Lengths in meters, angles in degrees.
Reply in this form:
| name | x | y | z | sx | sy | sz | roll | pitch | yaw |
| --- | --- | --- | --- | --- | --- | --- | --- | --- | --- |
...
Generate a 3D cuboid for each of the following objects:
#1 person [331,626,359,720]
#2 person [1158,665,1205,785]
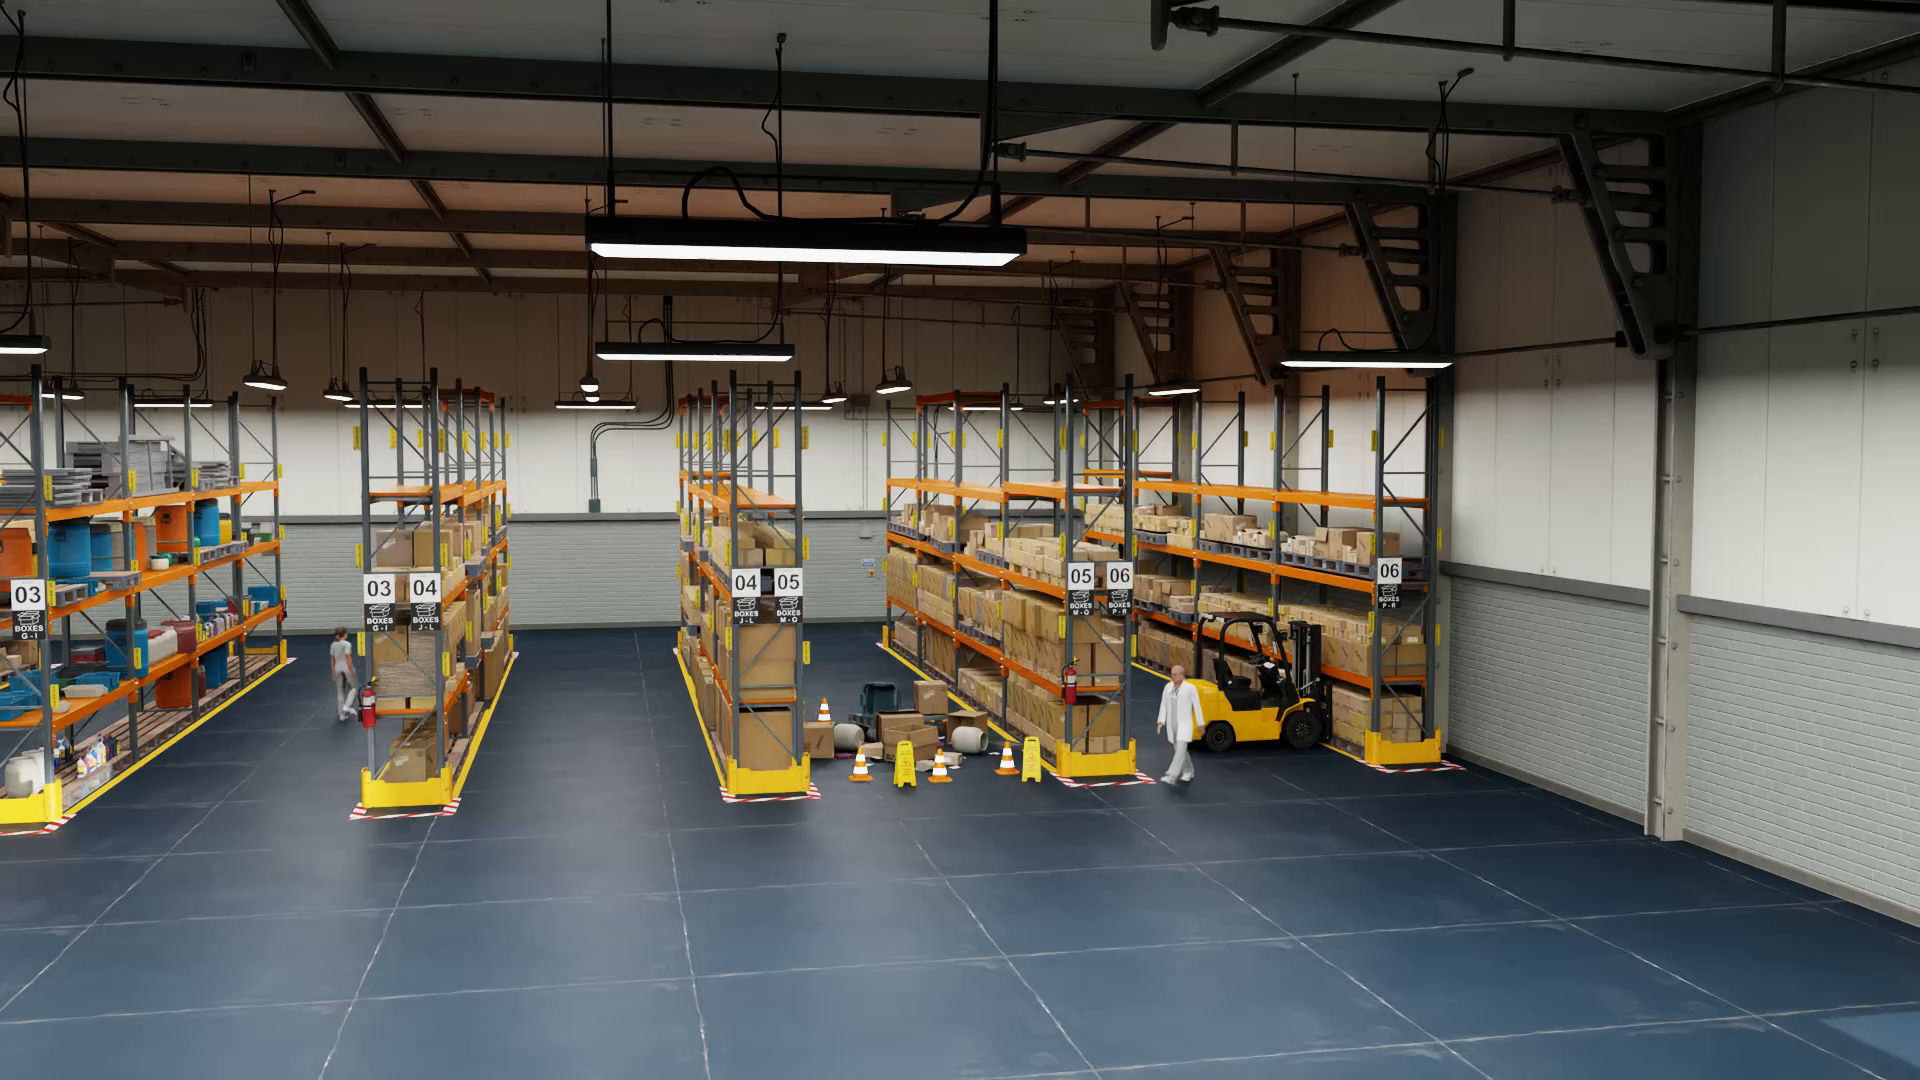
| name | x | y | z | sx | sy | sz | roll | pitch | yaw |
| --- | --- | --- | --- | --- | --- | --- | --- | --- | --- |
| person | -11.069 | 2.387 | 29.860 | 0.505 | 1.660 | 0.475 | 0 | 3 | -2 |
| person | 3.127 | 2.683 | 24.106 | 0.637 | 1.721 | 1.113 | 3 | 5 | 44 |
